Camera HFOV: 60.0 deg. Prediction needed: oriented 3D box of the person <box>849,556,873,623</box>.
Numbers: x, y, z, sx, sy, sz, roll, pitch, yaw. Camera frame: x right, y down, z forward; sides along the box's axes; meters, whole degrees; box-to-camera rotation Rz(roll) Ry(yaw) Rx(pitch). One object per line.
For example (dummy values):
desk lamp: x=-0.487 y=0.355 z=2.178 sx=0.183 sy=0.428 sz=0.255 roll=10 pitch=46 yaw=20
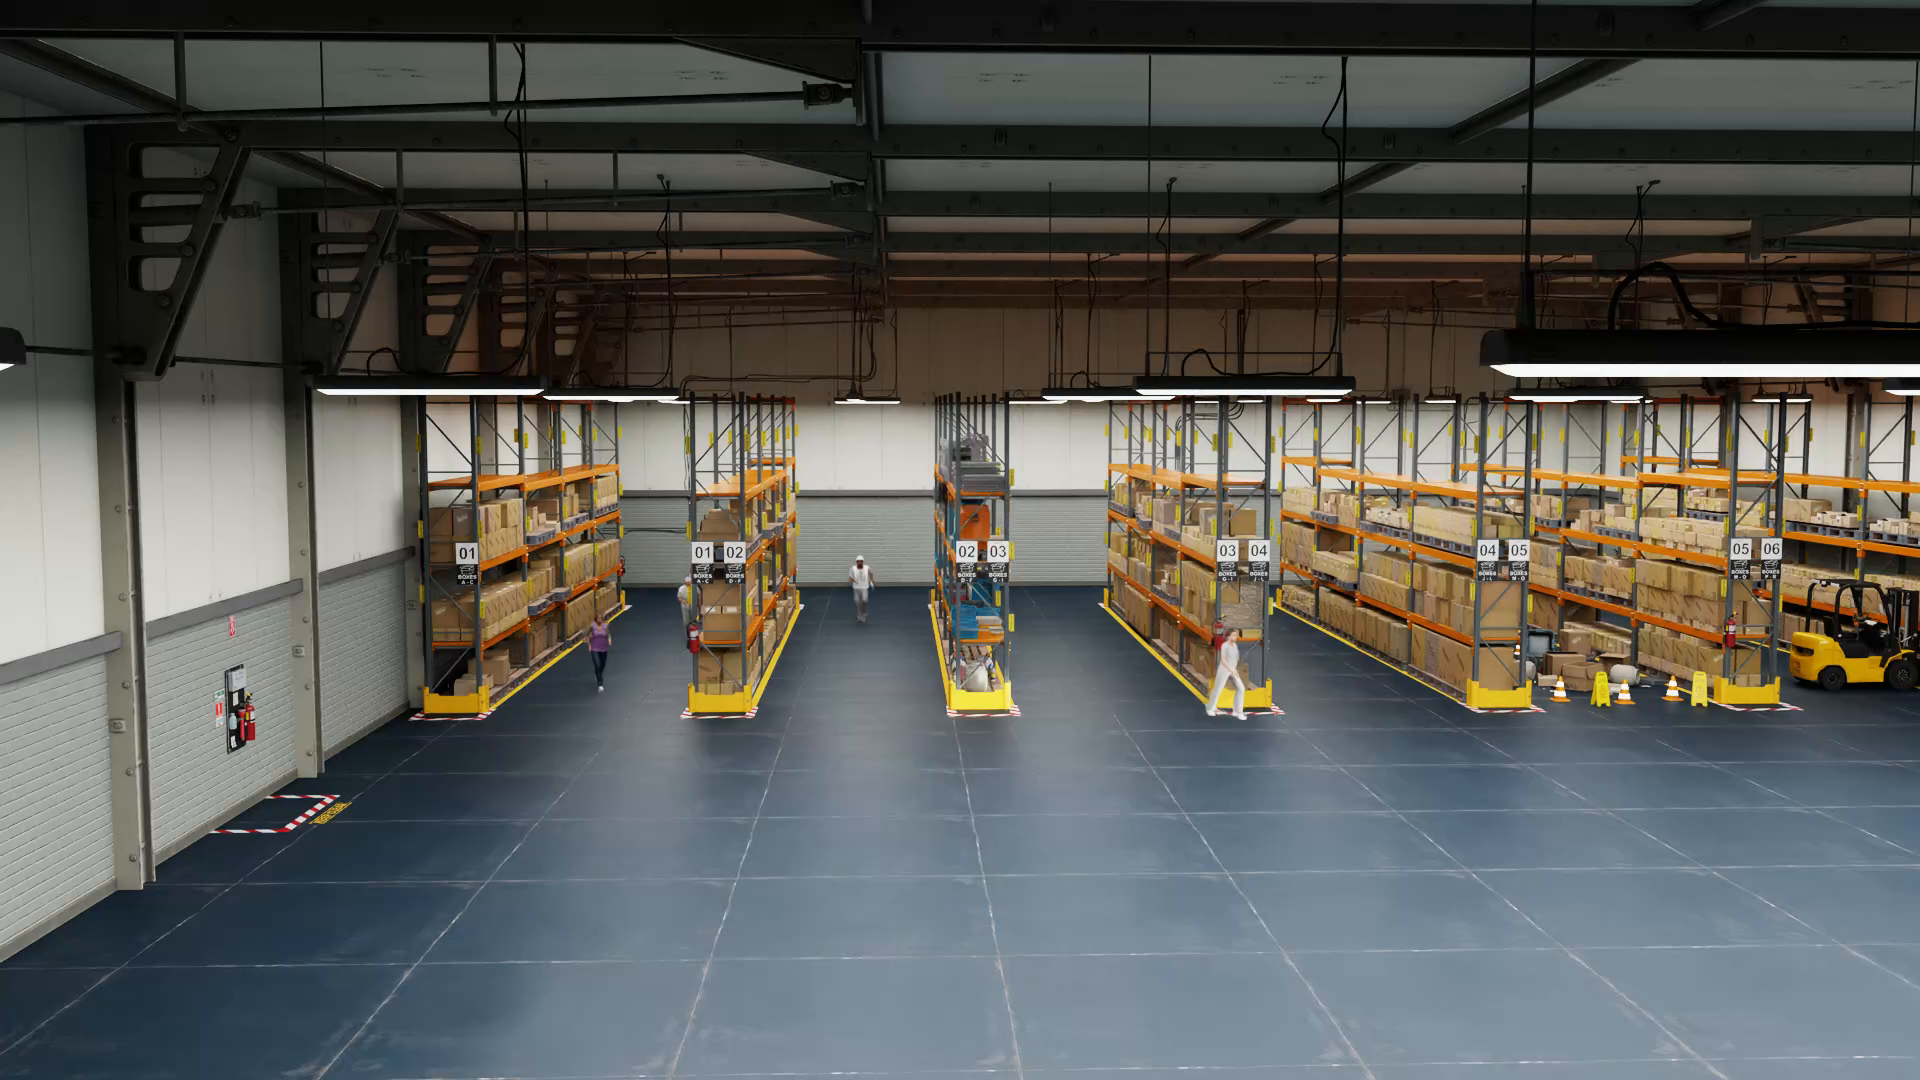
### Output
person: x=-2.626 y=1.308 z=44.073 sx=0.653 sy=1.784 sz=0.796 roll=0 pitch=5 yaw=-2

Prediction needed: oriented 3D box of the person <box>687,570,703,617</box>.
person: x=-7.165 y=1.429 z=45.037 sx=0.586 sy=1.365 sz=0.962 roll=-1 pitch=5 yaw=-15

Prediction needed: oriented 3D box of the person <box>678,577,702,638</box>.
person: x=-6.670 y=1.664 z=41.072 sx=0.605 sy=1.555 sz=0.768 roll=-1 pitch=5 yaw=-12

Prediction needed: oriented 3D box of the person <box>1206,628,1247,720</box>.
person: x=4.886 y=2.429 z=30.378 sx=0.515 sy=1.647 sz=0.810 roll=-4 pitch=6 yaw=-43

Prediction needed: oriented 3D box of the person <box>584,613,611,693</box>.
person: x=-7.330 y=2.247 z=33.647 sx=0.519 sy=1.598 sz=0.840 roll=-2 pitch=5 yaw=-26
